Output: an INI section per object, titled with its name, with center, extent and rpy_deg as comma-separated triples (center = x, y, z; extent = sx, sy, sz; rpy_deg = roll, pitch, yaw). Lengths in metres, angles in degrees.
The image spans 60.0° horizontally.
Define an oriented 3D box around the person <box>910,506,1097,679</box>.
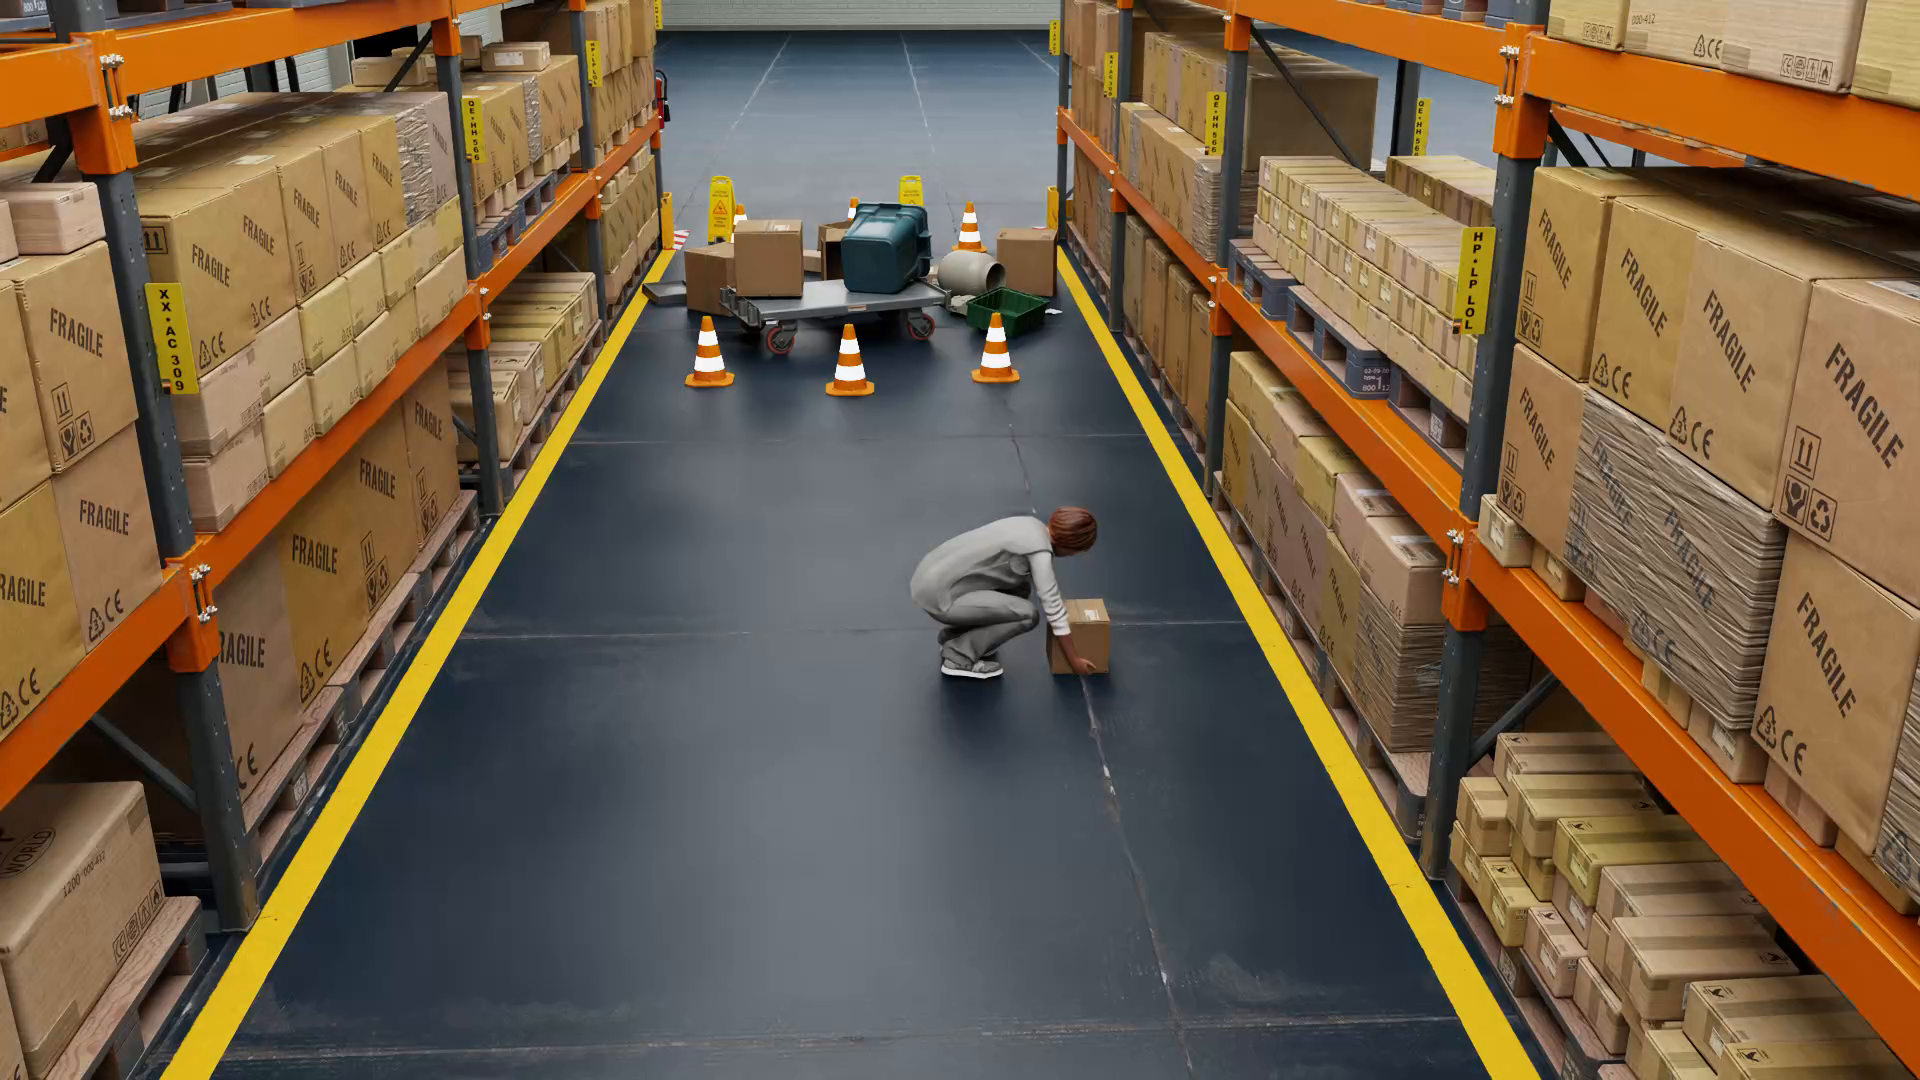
[person]
center = 0.190, 0.247, 7.285
extent = 0.823, 0.738, 0.437
rpy_deg = -1, 21, -3
